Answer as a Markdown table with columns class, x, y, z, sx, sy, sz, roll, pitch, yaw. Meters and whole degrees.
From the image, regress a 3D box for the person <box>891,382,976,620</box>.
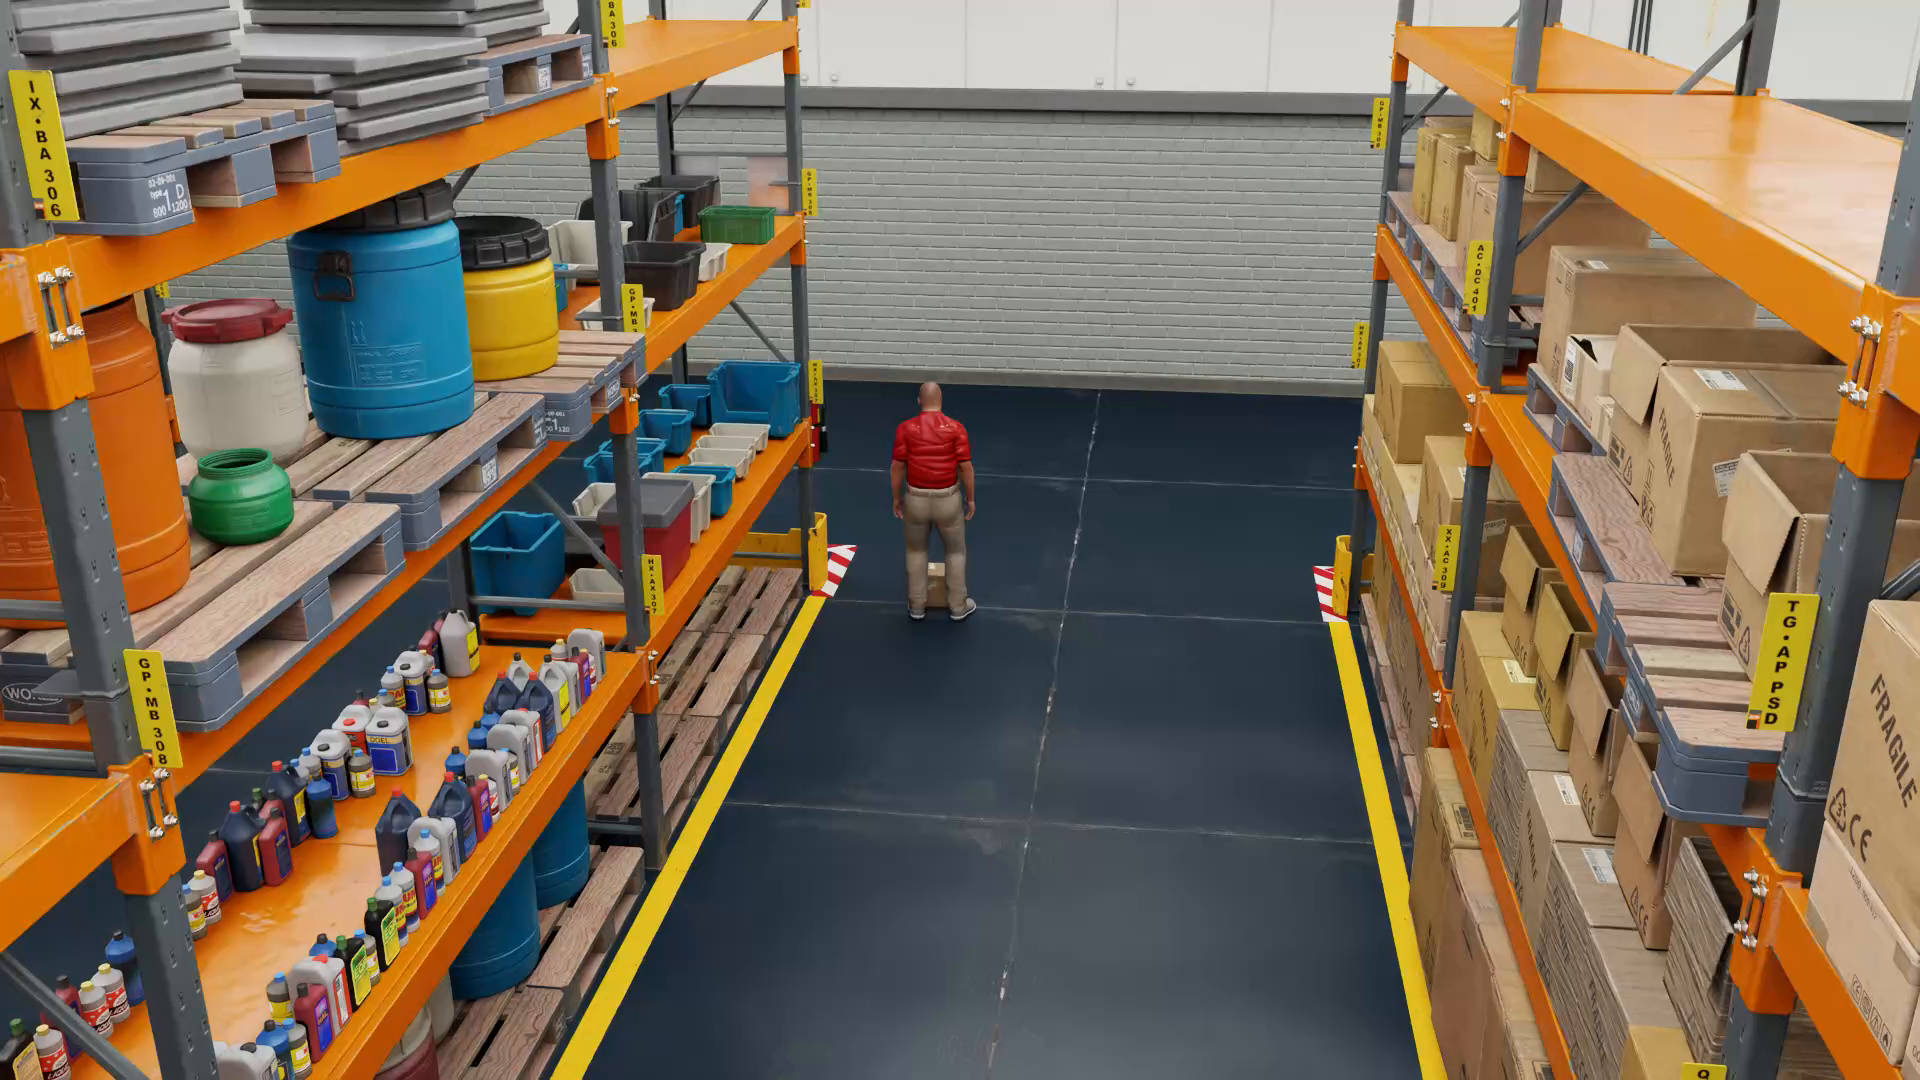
| class | x | y | z | sx | sy | sz | roll | pitch | yaw |
| --- | --- | --- | --- | --- | --- | --- | --- | --- | --- |
| person | -0.190 | -0.268 | 11.799 | 0.594 | 1.727 | 0.386 | 2 | 21 | 5 |
